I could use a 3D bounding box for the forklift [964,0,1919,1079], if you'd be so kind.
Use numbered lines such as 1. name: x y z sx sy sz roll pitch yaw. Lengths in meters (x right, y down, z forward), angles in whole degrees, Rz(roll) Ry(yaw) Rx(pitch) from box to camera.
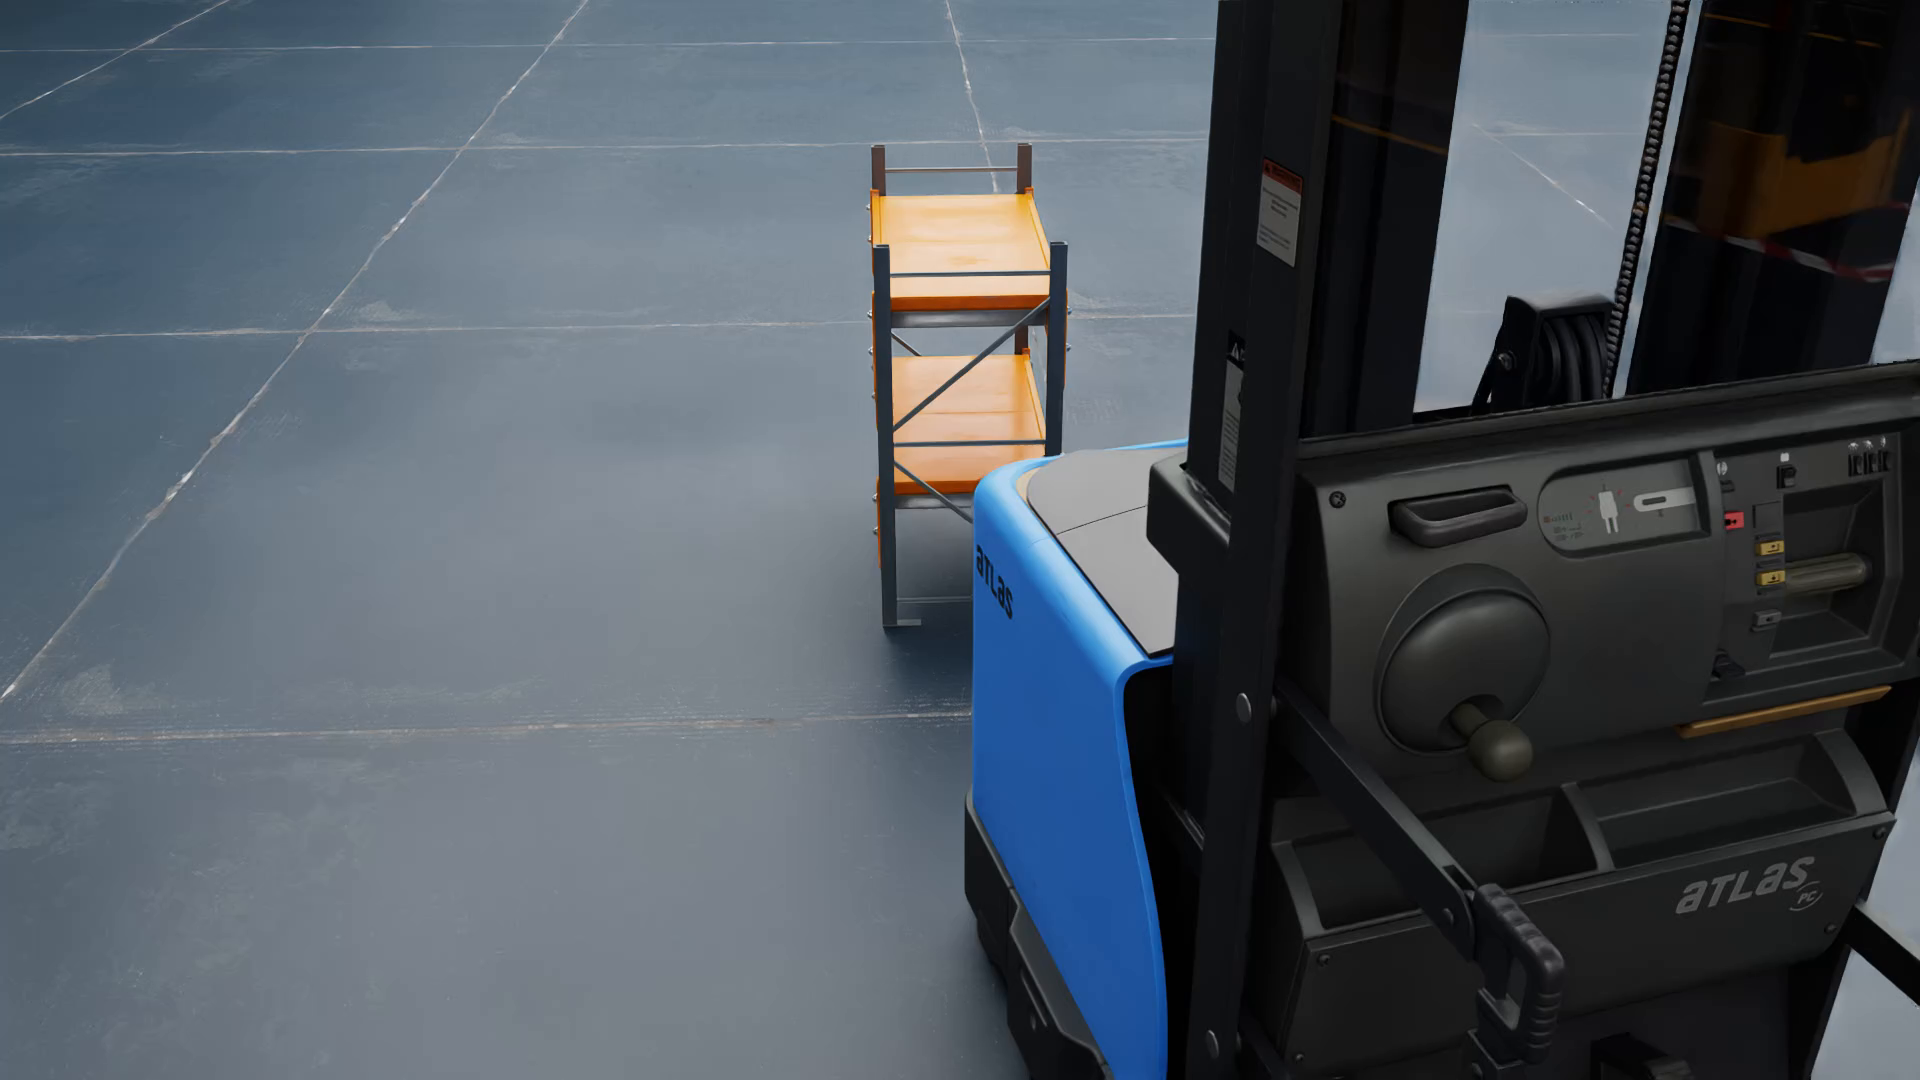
1. forklift: 0.933 0.090 1.907 1.130 2.935 3.031 -8 29 -15

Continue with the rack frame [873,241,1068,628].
1. rack frame: 0.027 -0.261 4.534 0.500 1.125 0.032 -1 28 -3

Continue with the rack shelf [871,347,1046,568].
1. rack shelf: 0.000 -0.279 5.097 0.538 0.278 1.000 -1 28 -3

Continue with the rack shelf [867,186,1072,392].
1. rack shelf: 0.000 -0.755 4.849 0.538 0.278 1.000 -1 28 -3

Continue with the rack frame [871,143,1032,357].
1. rack frame: -0.026 -0.730 5.434 0.500 1.125 0.032 -1 28 -3

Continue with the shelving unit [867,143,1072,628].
1. shelving unit: 0.000 -0.496 4.984 0.538 1.125 1.048 -1 28 -3
